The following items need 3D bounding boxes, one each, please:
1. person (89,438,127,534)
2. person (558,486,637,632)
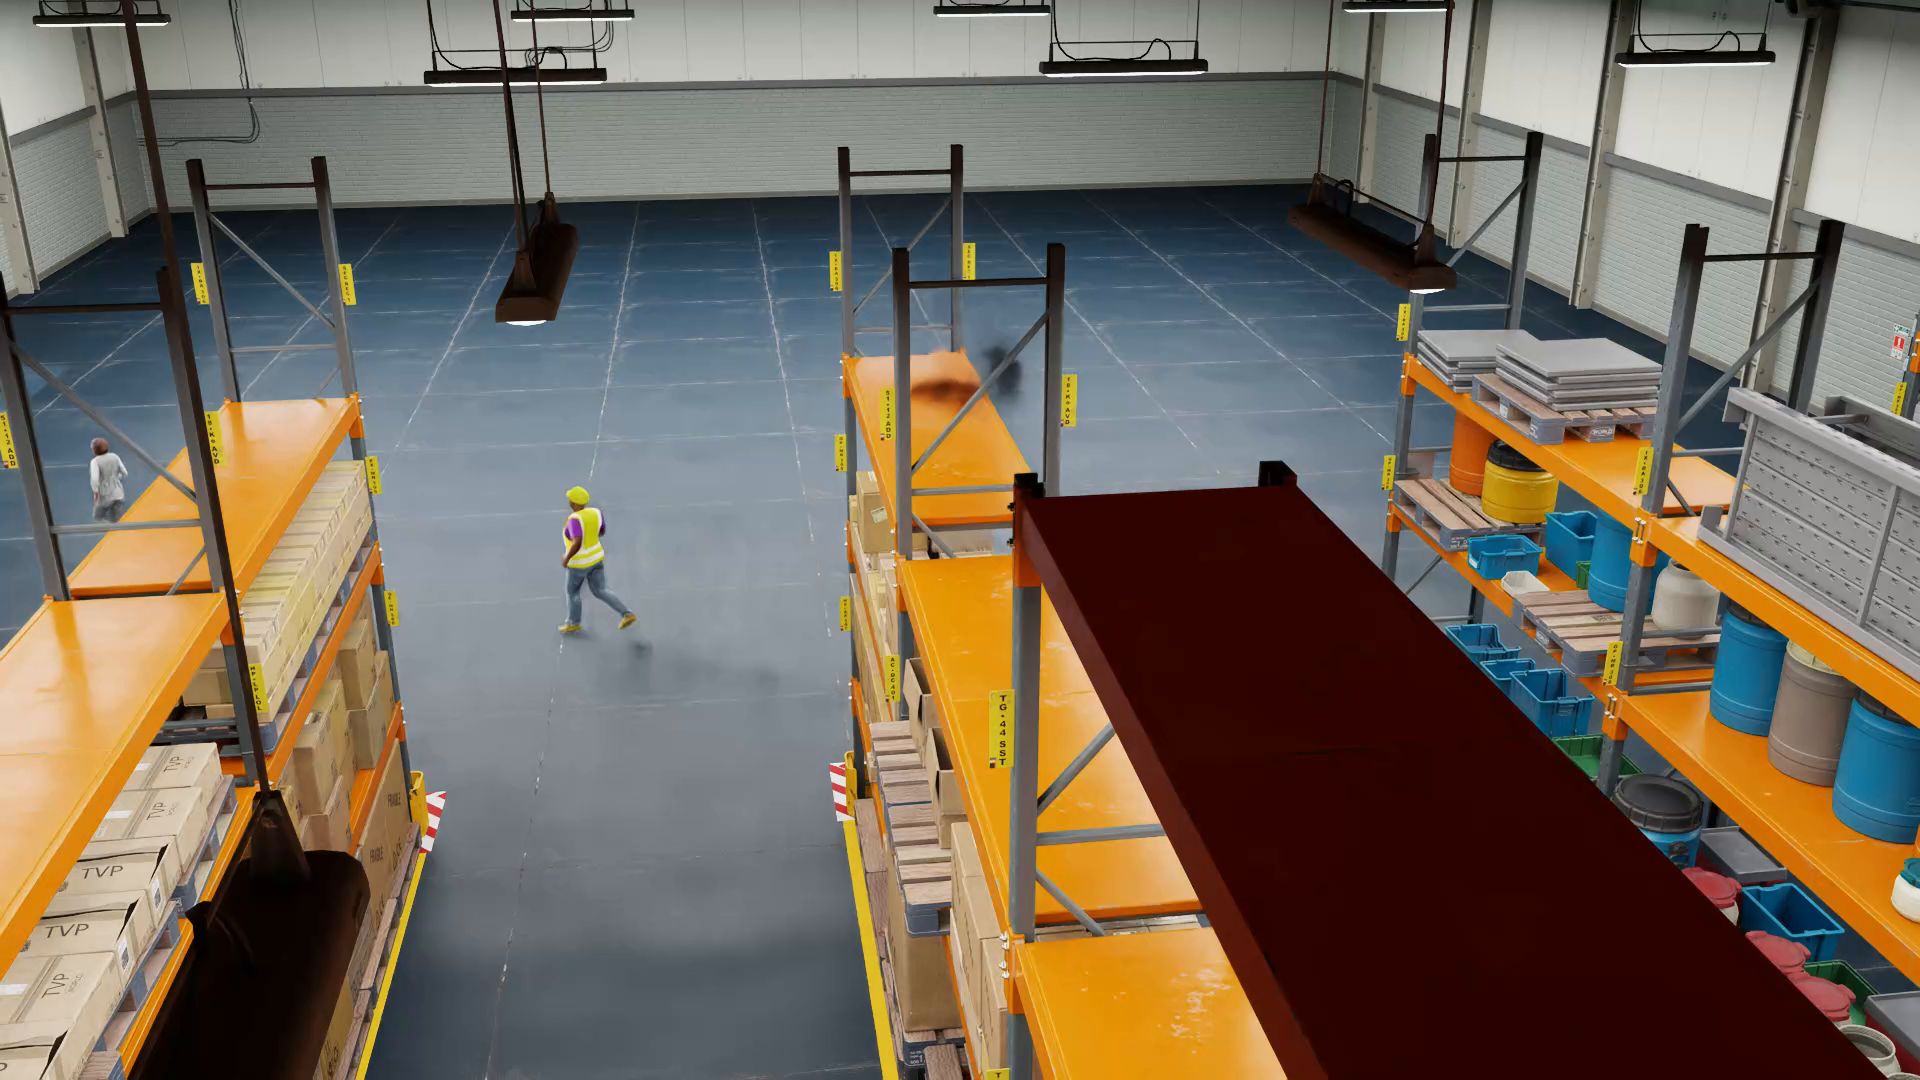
[{"bbox_3d":[-10.697,-0.541,20.881,0.536,1.564,0.538,14,26,32],"label":"person"},{"bbox_3d":[-4.145,0.267,18.563,0.985,1.782,0.711,12,25,28],"label":"person"}]
